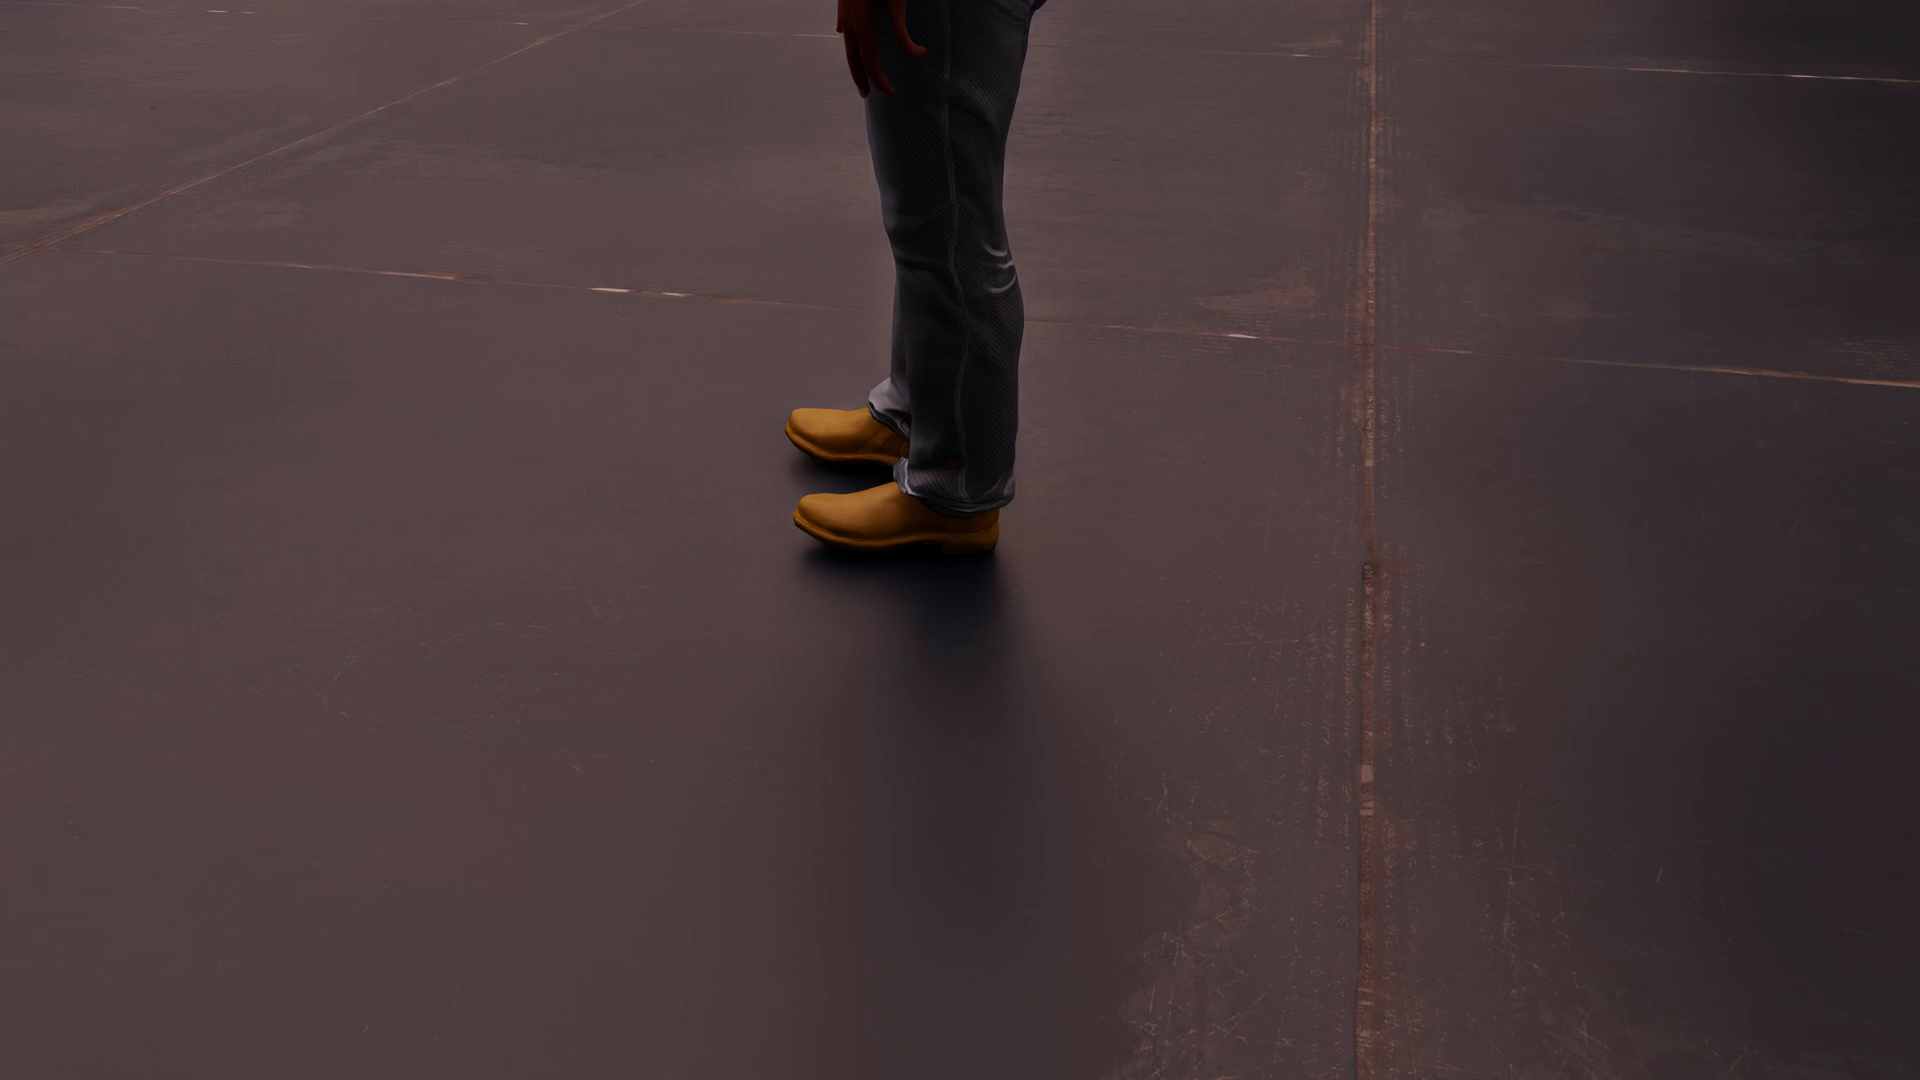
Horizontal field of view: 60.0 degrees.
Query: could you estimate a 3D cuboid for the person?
[{"bbox_3d":[-0.067,-0.802,2.119,0.575,1.761,0.665,6,27,11],"label":"person"}]
